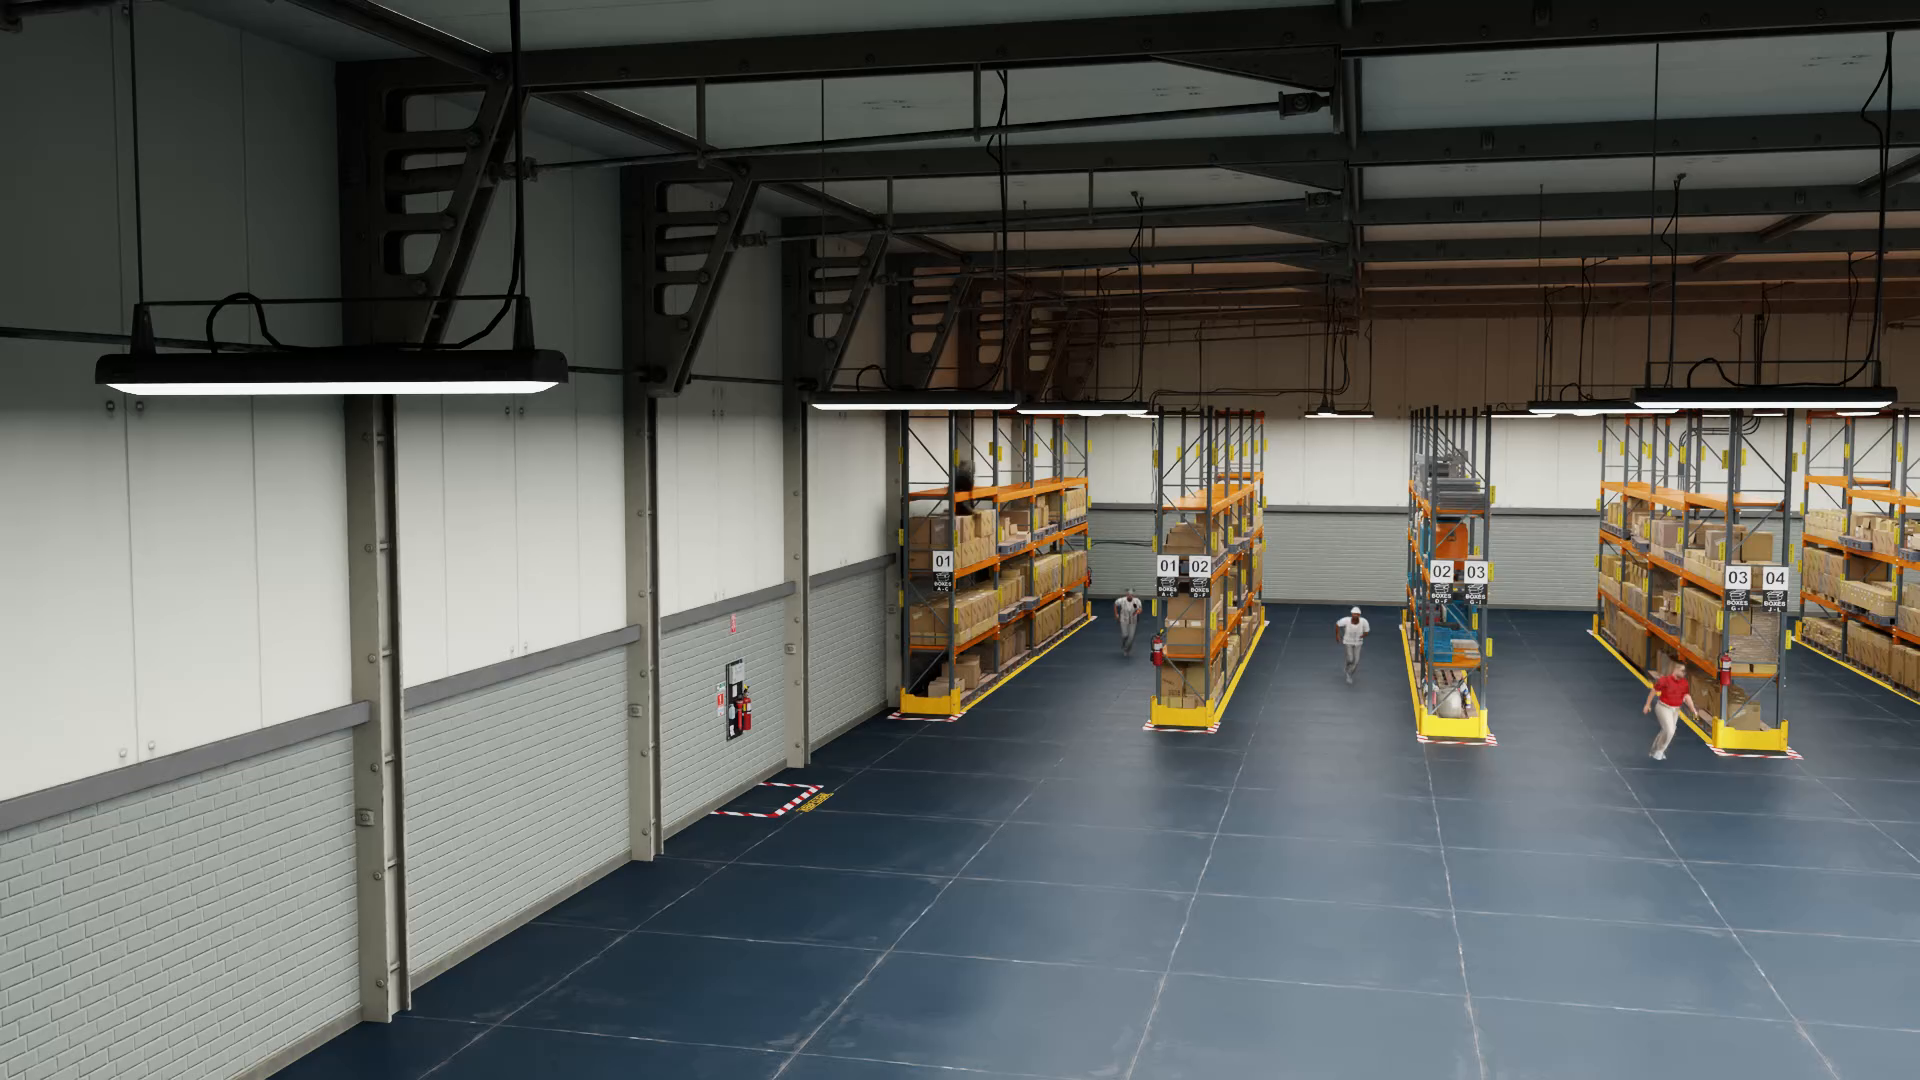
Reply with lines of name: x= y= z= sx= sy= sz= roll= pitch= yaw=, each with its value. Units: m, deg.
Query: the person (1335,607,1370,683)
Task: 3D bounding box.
person: x=8.566 y=2.290 z=36.210 sx=0.671 sy=1.683 sz=0.714 roll=0 pitch=4 yaw=-3

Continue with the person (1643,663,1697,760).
person: x=11.926 y=2.874 z=27.907 sx=0.639 sy=1.669 sz=0.750 roll=-2 pitch=4 yaw=-23

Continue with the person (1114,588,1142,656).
person: x=4.087 y=1.994 z=40.286 sx=0.645 sy=1.695 sz=0.737 roll=0 pitch=4 yaw=-4
